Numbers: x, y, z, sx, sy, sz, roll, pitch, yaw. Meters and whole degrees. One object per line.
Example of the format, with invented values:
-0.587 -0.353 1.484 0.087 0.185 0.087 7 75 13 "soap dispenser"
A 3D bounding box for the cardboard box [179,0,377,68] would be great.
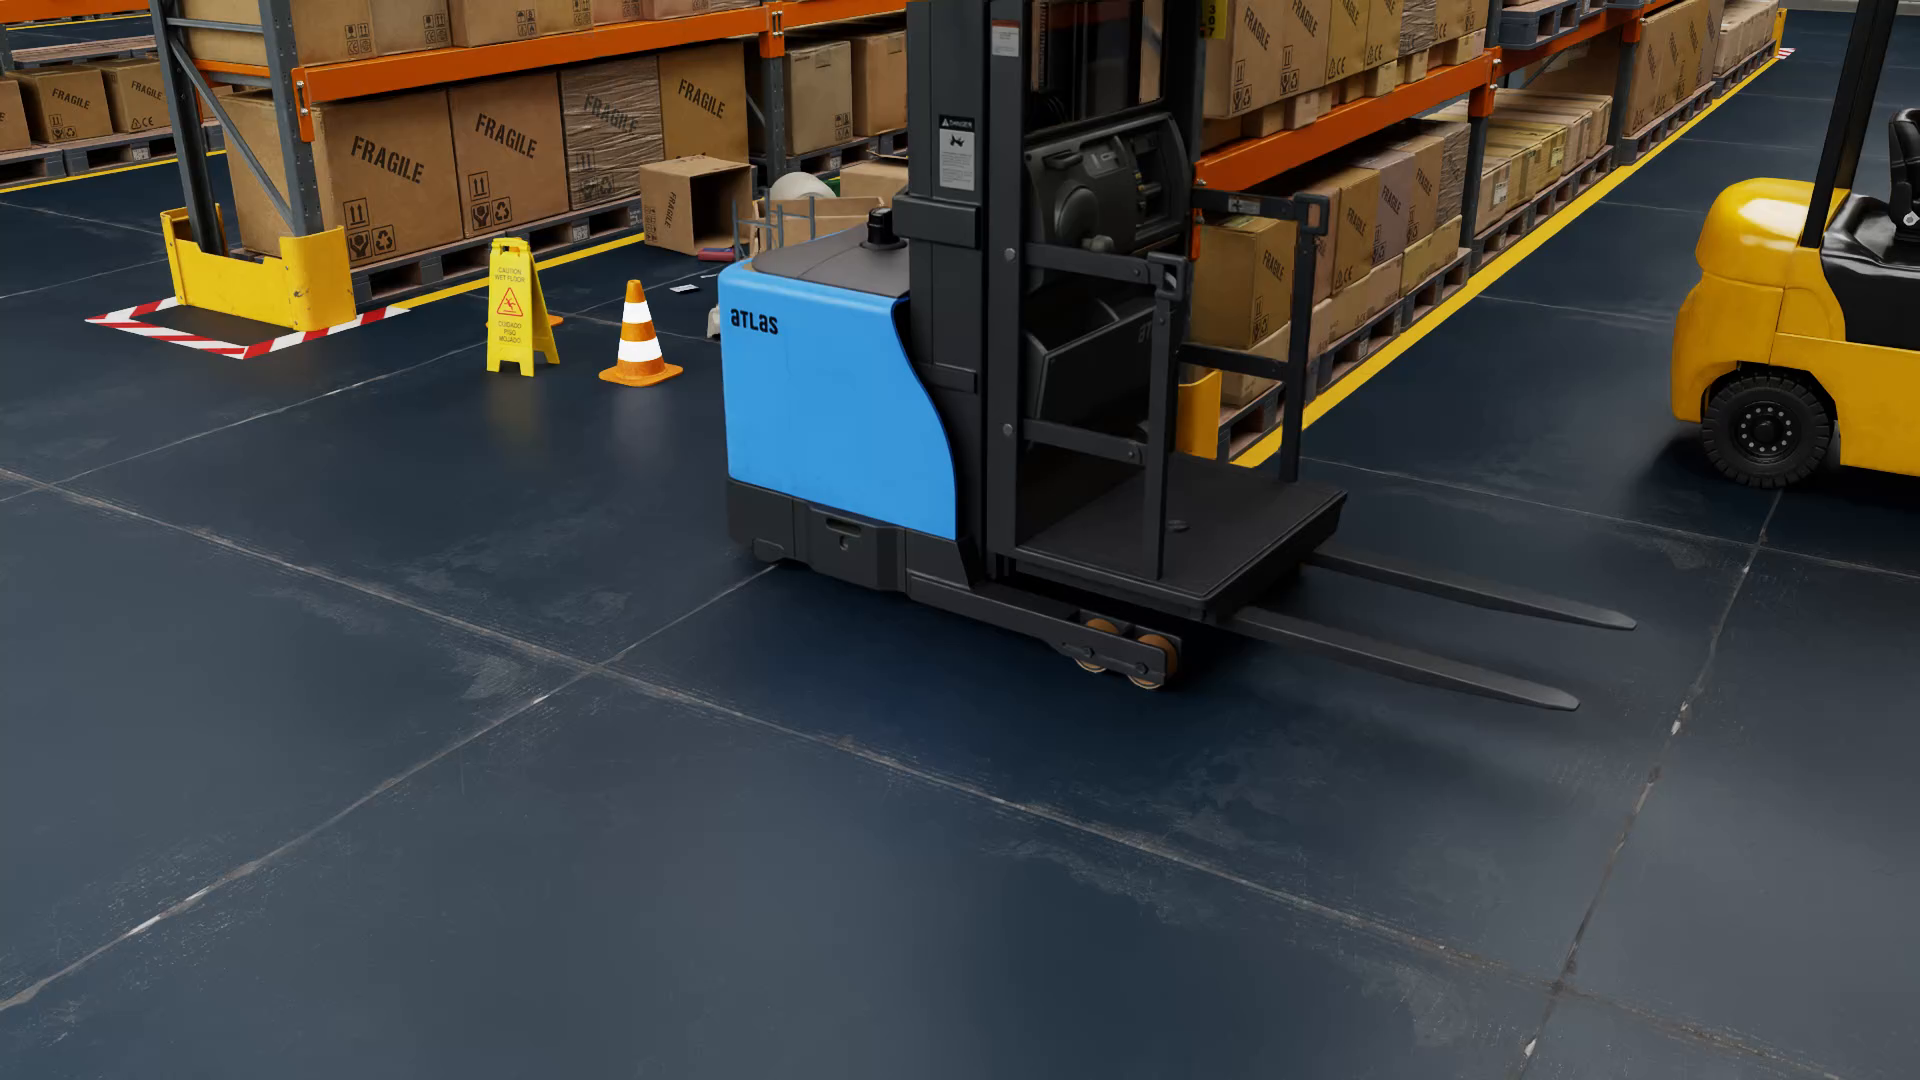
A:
-3.666 -2.859 8.891 0.875 0.550 0.550 14 27 29 "cardboard box"

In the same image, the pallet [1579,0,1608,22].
3.646 -3.588 11.004 1.003 0.211 1.213 14 27 29 "pallet"

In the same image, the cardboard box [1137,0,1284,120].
0.921 -1.937 6.448 0.500 0.500 0.500 13 27 28 "cardboard box"

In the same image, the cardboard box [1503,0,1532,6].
3.105 -3.200 9.655 0.380 0.149 0.250 14 27 30 "cardboard box"

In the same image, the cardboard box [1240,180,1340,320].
1.380 -1.327 7.529 0.500 0.500 0.500 13 26 27 "cardboard box"

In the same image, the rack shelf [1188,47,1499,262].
1.490 -1.998 7.994 1.077 0.370 4.000 14 27 29 "rack shelf"

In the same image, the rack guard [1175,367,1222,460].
0.475 -0.531 6.848 1.175 0.500 0.348 14 27 29 "rack guard"

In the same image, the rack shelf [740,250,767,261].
-0.692 -1.010 6.277 0.258 0.103 0.180 15 28 32 "rack shelf"

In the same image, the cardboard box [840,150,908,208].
-0.303 -2.010 10.089 0.797 0.637 0.503 14 27 29 "cardboard box"

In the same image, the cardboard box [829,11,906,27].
-0.459 -4.034 14.095 1.050 0.750 0.750 14 27 30 "cardboard box"

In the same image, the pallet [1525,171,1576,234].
3.597 -2.399 11.527 1.003 0.211 1.213 14 27 29 "pallet"

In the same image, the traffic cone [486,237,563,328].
-2.337 -1.373 8.840 0.336 0.463 0.334 14 27 29 "traffic cone"

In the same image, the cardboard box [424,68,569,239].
-3.059 -2.414 10.196 0.875 0.875 0.875 13 27 28 "cardboard box"

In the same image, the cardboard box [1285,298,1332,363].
1.371 -0.969 7.644 0.500 0.250 0.500 15 28 31 "cardboard box"

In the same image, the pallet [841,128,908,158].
-0.728 -3.416 13.875 1.003 0.211 1.213 14 27 29 "pallet"

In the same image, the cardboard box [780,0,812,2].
-1.207 -4.173 11.988 0.500 0.500 0.500 14 27 30 "cardboard box"

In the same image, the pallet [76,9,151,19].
-11.752 -7.471 23.242 1.003 0.211 1.213 14 27 29 "pallet"

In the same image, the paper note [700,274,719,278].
-1.476 -1.566 9.854 0.123 0.001 0.032 -12 26 -26 "paper note"

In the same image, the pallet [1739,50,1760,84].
7.875 -5.077 17.711 1.003 0.211 1.213 14 27 29 "pallet"

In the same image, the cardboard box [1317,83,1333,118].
1.401 -1.940 7.271 0.380 0.149 0.250 15 27 30 "cardboard box"

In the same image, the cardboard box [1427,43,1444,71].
2.305 -2.558 8.699 0.380 0.149 0.250 14 27 29 "cardboard box"

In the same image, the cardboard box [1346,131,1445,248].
2.194 -1.850 8.736 0.500 0.500 0.500 14 27 30 "cardboard box"

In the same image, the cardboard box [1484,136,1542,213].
3.196 -2.410 10.821 0.950 0.372 0.625 16 28 32 "cardboard box"

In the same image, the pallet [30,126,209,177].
-6.841 -3.152 13.266 1.003 0.211 1.213 14 27 29 "pallet"

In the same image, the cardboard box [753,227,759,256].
-1.055 -1.785 10.039 0.396 0.266 0.258 20 30 38 "cardboard box"

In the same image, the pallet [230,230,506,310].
-3.468 -1.662 9.824 1.003 0.211 1.213 14 27 29 "pallet"

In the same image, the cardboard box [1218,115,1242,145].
0.911 -1.697 6.710 0.380 0.149 0.250 14 27 30 "cardboard box"

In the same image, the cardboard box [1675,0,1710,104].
6.036 -4.388 14.756 0.875 0.875 0.875 15 27 30 "cardboard box"

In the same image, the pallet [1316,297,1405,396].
1.578 -1.076 8.469 1.003 0.211 1.213 14 27 29 "pallet"

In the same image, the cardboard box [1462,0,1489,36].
2.522 -2.983 8.865 0.500 0.500 0.500 13 27 28 "cardboard box"

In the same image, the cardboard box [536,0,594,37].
-2.748 -3.400 10.139 0.875 0.550 0.500 14 27 29 "cardboard box"

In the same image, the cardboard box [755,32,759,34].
-2.905 -6.175 18.884 1.225 0.875 0.875 14 27 29 "cardboard box"

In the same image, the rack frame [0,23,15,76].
-10.082 -6.117 16.605 1.000 3.000 0.127 14 27 29 "rack frame"

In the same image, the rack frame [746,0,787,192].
-1.713 -4.006 11.728 1.000 3.000 0.127 14 27 29 "rack frame"

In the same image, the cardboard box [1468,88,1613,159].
4.349 -3.151 12.532 0.950 0.372 0.625 12 26 25 "cardboard box"

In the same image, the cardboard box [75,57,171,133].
-6.675 -3.577 13.356 0.500 0.500 0.500 11 26 24 "cardboard box"

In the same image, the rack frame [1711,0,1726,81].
6.765 -5.703 15.648 1.000 3.000 0.127 14 27 29 "rack frame"

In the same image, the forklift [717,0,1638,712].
0.648 -1.121 5.150 3.031 2.935 1.130 15 28 32 "forklift"

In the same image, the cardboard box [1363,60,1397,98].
1.836 -2.197 7.865 0.380 0.149 0.250 14 27 29 "cardboard box"

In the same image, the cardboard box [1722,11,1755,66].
7.659 -5.211 17.209 0.875 0.438 0.875 13 27 27 "cardboard box"

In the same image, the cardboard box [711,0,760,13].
-1.898 -3.948 11.405 0.875 0.550 0.550 14 27 29 "cardboard box"

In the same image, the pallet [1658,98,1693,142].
5.779 -3.733 14.608 1.003 0.211 1.213 14 27 29 "pallet"

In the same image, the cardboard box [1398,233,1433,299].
2.189 -1.496 8.862 0.500 0.250 0.500 13 27 28 "cardboard box"

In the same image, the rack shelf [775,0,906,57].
-0.658 -4.351 13.430 1.077 0.370 4.000 14 27 29 "rack shelf"

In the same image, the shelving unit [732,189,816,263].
-0.691 -0.720 6.402 0.258 1.200 0.189 15 28 32 "shelving unit"

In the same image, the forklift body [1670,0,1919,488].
4.105 -1.247 6.422 2.313 2.155 1.214 14 27 29 "forklift body"

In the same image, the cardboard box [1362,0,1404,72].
1.720 -2.458 7.652 0.500 0.500 0.500 13 27 28 "cardboard box"
